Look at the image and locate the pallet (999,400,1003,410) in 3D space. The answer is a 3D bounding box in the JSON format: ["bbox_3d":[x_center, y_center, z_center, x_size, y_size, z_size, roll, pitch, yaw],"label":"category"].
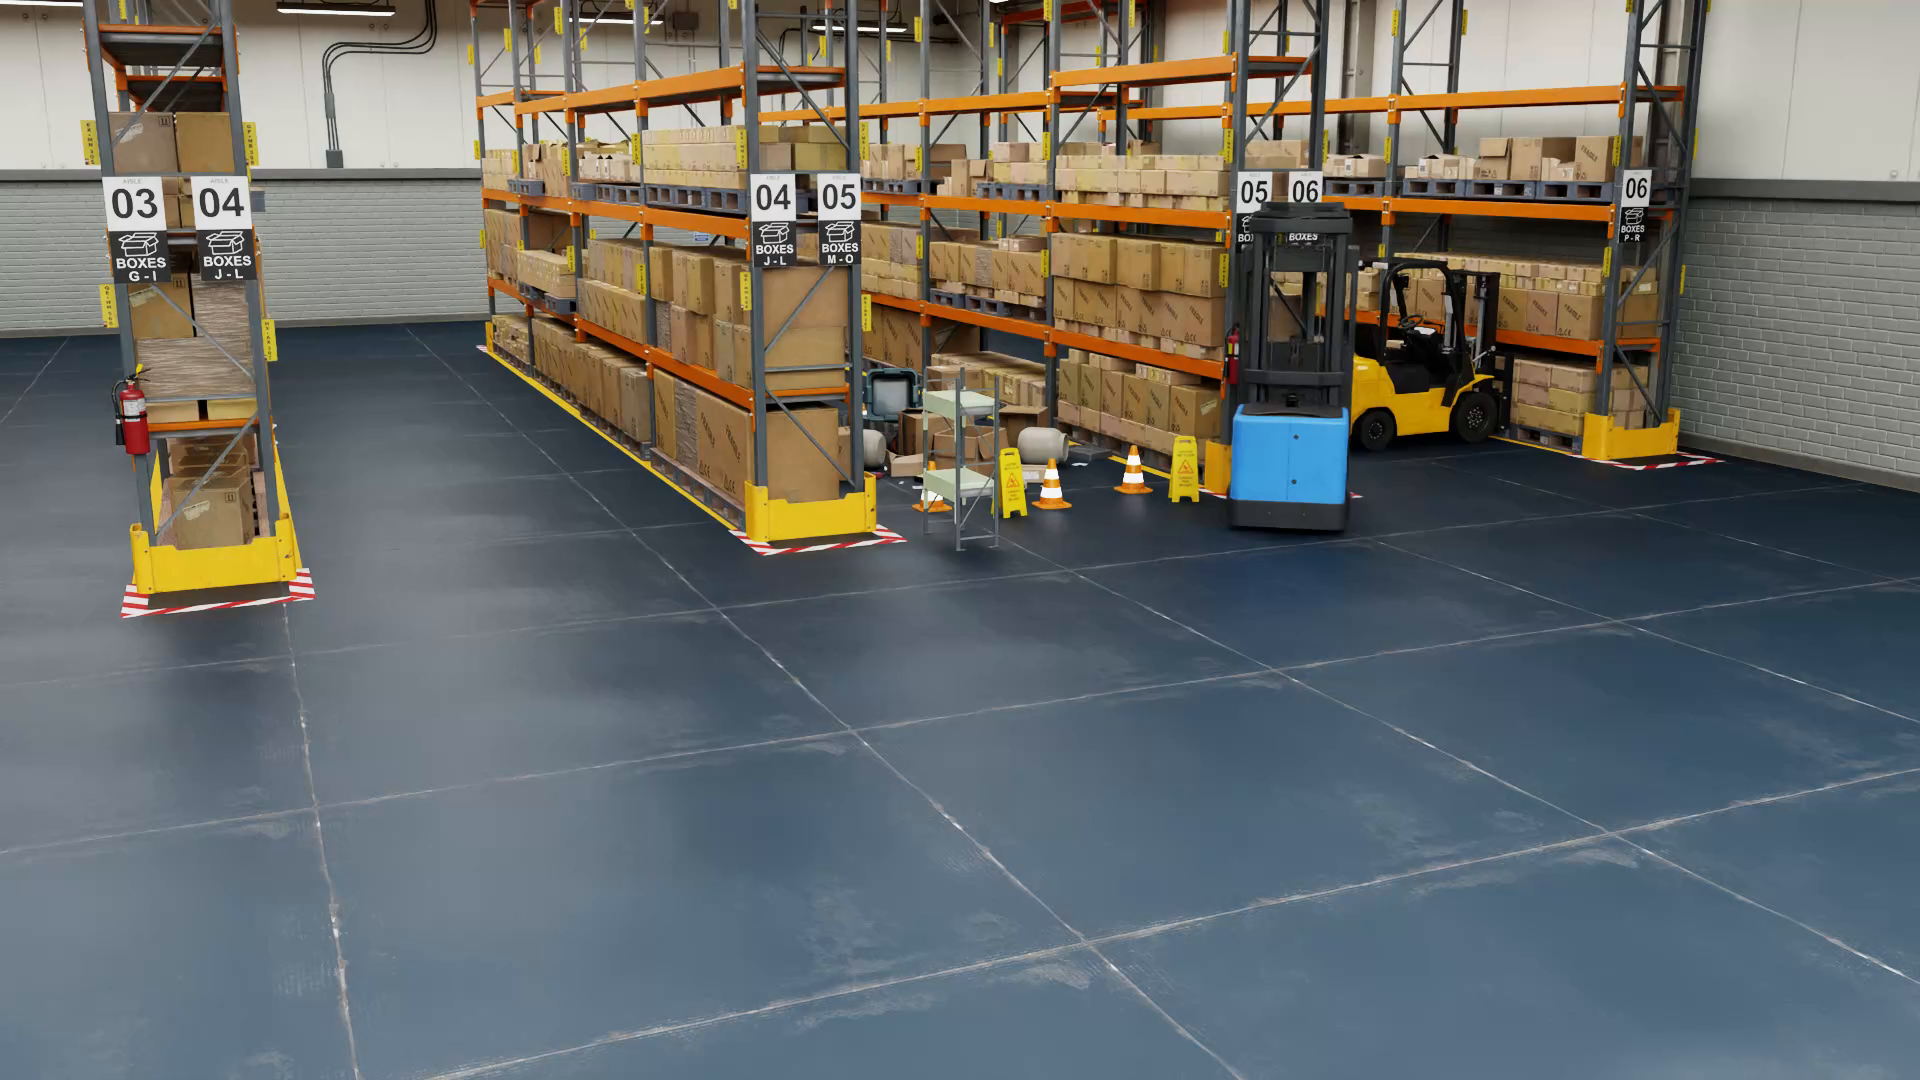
[{"bbox_3d":[0.728,-1.881,22.528,1.003,0.211,1.213,-6,14,-23],"label":"pallet"}]

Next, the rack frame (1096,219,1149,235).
[{"bbox_3d":[2.875,-4.928,29.510,1.000,3.000,0.127,-6,14,-23],"label":"rack frame"}]

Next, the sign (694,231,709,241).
[{"bbox_3d":[-5.622,-6.608,36.170,0.327,0.218,0.001,-6,14,-23],"label":"sign"}]

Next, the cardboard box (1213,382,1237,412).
[{"bbox_3d":[3.056,-1.426,17.884,0.500,0.500,0.500,-6,14,-25],"label":"cardboard box"}]

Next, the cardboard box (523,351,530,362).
[{"bbox_3d":[-6.636,-2.877,26.039,0.380,0.149,0.250,-5,14,-22],"label":"cardboard box"}]

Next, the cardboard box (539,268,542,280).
[{"bbox_3d":[-5.698,-3.739,23.338,0.380,0.149,0.250,-5,14,-22],"label":"cardboard box"}]

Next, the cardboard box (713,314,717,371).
[{"bbox_3d":[-1.899,-1.916,16.163,0.875,0.550,0.550,-6,14,-23],"label":"cardboard box"}]

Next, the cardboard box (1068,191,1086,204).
[{"bbox_3d":[1.485,-4.019,19.488,0.380,0.149,0.250,-6,14,-23],"label":"cardboard box"}]

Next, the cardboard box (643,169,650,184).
[{"bbox_3d":[-3.127,-3.844,17.580,0.380,0.149,0.250,-6,14,-24],"label":"cardboard box"}]

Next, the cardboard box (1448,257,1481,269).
[{"bbox_3d":[6.371,-3.481,20.937,0.380,0.149,0.250,-6,14,-24],"label":"cardboard box"}]

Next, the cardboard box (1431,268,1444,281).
[{"bbox_3d":[6.232,-3.388,21.195,0.380,0.149,0.250,-5,14,-22],"label":"cardboard box"}]

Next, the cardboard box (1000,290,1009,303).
[{"bbox_3d":[0.743,-3.148,21.445,0.380,0.149,0.250,-5,14,-22],"label":"cardboard box"}]

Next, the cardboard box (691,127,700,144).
[{"bbox_3d":[-2.314,-3.814,15.680,0.380,0.149,0.250,-6,14,-24],"label":"cardboard box"}]

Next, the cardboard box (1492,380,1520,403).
[{"bbox_3d":[6.784,-1.839,20.221,0.500,0.250,0.500,-6,14,-24],"label":"cardboard box"}]

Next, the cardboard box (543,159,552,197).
[{"bbox_3d":[-5.434,-4.995,22.927,0.500,0.500,0.500,-6,14,-23],"label":"cardboard box"}]

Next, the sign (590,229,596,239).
[{"bbox_3d":[-5.659,-4.626,25.637,0.100,0.325,0.005,-6,14,-23],"label":"sign"}]

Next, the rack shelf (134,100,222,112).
[{"bbox_3d":[-9.950,-5.548,21.366,1.077,0.370,4.000,-6,14,-23],"label":"rack shelf"}]

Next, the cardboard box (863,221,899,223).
[{"bbox_3d":[-1.262,-4.945,27.145,0.500,0.500,0.500,-5,14,-21],"label":"cardboard box"}]

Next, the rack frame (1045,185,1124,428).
[{"bbox_3d":[1.533,-2.826,20.428,1.000,3.000,0.127,-6,14,-23],"label":"rack frame"}]

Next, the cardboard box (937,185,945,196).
[{"bbox_3d":[-0.099,-4.911,23.341,0.380,0.149,0.250,-6,14,-23],"label":"cardboard box"}]

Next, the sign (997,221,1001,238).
[{"bbox_3d":[0.776,-6.127,32.771,0.100,0.325,0.005,-6,14,-23],"label":"sign"}]

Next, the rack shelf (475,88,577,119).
[{"bbox_3d":[-6.968,-6.995,26.738,1.077,0.370,4.000,-6,14,-23],"label":"rack shelf"}]

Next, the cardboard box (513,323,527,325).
[{"bbox_3d":[-7.136,-3.490,27.371,0.380,0.149,0.250,-6,14,-23],"label":"cardboard box"}]

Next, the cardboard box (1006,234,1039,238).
[{"bbox_3d":[0.845,-4.054,22.483,0.380,0.149,0.250,-6,14,-26],"label":"cardboard box"}]

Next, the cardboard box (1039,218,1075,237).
[{"bbox_3d":[1.809,-5.764,31.130,0.500,0.500,0.500,-5,14,-22],"label":"cardboard box"}]

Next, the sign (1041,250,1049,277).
[{"bbox_3d":[1.026,-3.339,20.078,0.100,0.325,0.005,-6,14,-23],"label":"sign"}]

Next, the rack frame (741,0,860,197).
[{"bbox_3d":[-1.359,-4.454,14.159,1.000,3.000,0.127,-6,14,-23],"label":"rack frame"}]

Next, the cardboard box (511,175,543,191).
[{"bbox_3d":[-6.610,-5.476,25.559,0.500,0.250,0.500,-5,14,-22],"label":"cardboard box"}]

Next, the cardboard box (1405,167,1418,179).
[{"bbox_3d":[5.981,-4.747,21.481,0.380,0.149,0.250,-5,14,-22],"label":"cardboard box"}]

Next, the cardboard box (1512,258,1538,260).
[{"bbox_3d":[7.041,-3.424,20.689,0.380,0.149,0.250,-5,14,-21],"label":"cardboard box"}]

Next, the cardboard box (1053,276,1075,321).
[{"bbox_3d":[1.454,-2.904,19.882,0.500,0.500,0.500,-6,14,-23],"label":"cardboard box"}]

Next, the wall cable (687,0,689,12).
[{"bbox_3d":[-6.769,-12.498,34.276,2.355,3.000,0.029,-6,14,-23],"label":"wall cable"}]

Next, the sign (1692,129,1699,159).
[{"bbox_3d":[8.193,-4.423,18.563,0.100,0.325,0.005,-6,14,-23],"label":"sign"}]

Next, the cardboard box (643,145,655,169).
[{"bbox_3d":[-3.022,-4.018,17.447,0.500,0.250,0.500,-6,14,-23],"label":"cardboard box"}]

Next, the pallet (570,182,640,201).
[{"bbox_3d":[-4.258,-4.426,21.106,1.213,0.211,1.003,-5,14,-20],"label":"pallet"}]

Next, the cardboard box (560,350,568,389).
[{"bbox_3d":[-5.272,-2.391,23.162,0.500,0.500,0.500,-5,14,-21],"label":"cardboard box"}]

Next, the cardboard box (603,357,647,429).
[{"bbox_3d":[-3.676,-1.786,19.994,1.050,0.750,0.750,-6,14,-23],"label":"cardboard box"}]

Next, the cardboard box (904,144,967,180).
[{"bbox_3d":[-0.358,-5.433,23.879,0.797,0.503,0.637,-7,15,-26],"label":"cardboard box"}]

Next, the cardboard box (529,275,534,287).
[{"bbox_3d":[-6.015,-3.757,24.076,0.380,0.149,0.250,-6,14,-25],"label":"cardboard box"}]

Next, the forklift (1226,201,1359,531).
[{"bbox_3d":[3.261,-1.798,16.138,1.130,2.935,3.031,3,13,12],"label":"forklift"}]

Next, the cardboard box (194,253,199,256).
[{"bbox_3d":[-6.913,-2.440,15.663,0.500,0.500,0.500,-6,14,-23],"label":"cardboard box"}]

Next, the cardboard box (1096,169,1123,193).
[{"bbox_3d":[1.863,-4.033,18.665,0.500,0.250,0.500,-5,14,-22],"label":"cardboard box"}]

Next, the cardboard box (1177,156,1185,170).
[{"bbox_3d":[2.488,-3.935,17.357,0.380,0.149,0.250,-6,14,-23],"label":"cardboard box"}]

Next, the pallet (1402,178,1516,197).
[{"bbox_3d":[6.445,-4.519,21.289,1.003,0.211,1.213,-6,14,-23],"label":"pallet"}]

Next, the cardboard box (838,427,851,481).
[{"bbox_3d":[-1.400,-0.913,17.702,0.500,0.500,0.500,-3,13,-13],"label":"cardboard box"}]

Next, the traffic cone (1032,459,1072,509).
[{"bbox_3d":[0.901,-0.566,16.287,0.336,0.463,0.334,-6,14,-23],"label":"traffic cone"}]

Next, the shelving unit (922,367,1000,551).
[{"bbox_3d":[0.003,-0.729,14.695,0.431,1.500,0.755,-6,14,-23],"label":"shelving unit"}]

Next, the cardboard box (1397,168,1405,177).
[{"bbox_3d":[5.920,-5.061,22.834,0.380,0.149,0.250,-6,14,-23],"label":"cardboard box"}]

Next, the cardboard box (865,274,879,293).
[{"bbox_3d":[-1.146,-3.973,25.716,0.500,0.250,0.500,-6,14,-24],"label":"cardboard box"}]

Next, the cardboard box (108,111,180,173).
[{"bbox_3d":[-6.797,-3.300,13.835,0.500,0.500,0.500,-6,14,-23],"label":"cardboard box"}]

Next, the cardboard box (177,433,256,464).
[{"bbox_3d":[-7.773,-1.056,17.349,0.700,0.500,0.500,-7,15,-27],"label":"cardboard box"}]

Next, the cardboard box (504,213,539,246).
[{"bbox_3d":[-7.006,-4.978,26.626,0.500,0.500,0.500,-5,14,-21],"label":"cardboard box"}]

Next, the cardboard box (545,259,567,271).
[{"bbox_3d":[-5.494,-3.777,22.845,0.380,0.149,0.250,-5,14,-21],"label":"cardboard box"}]
